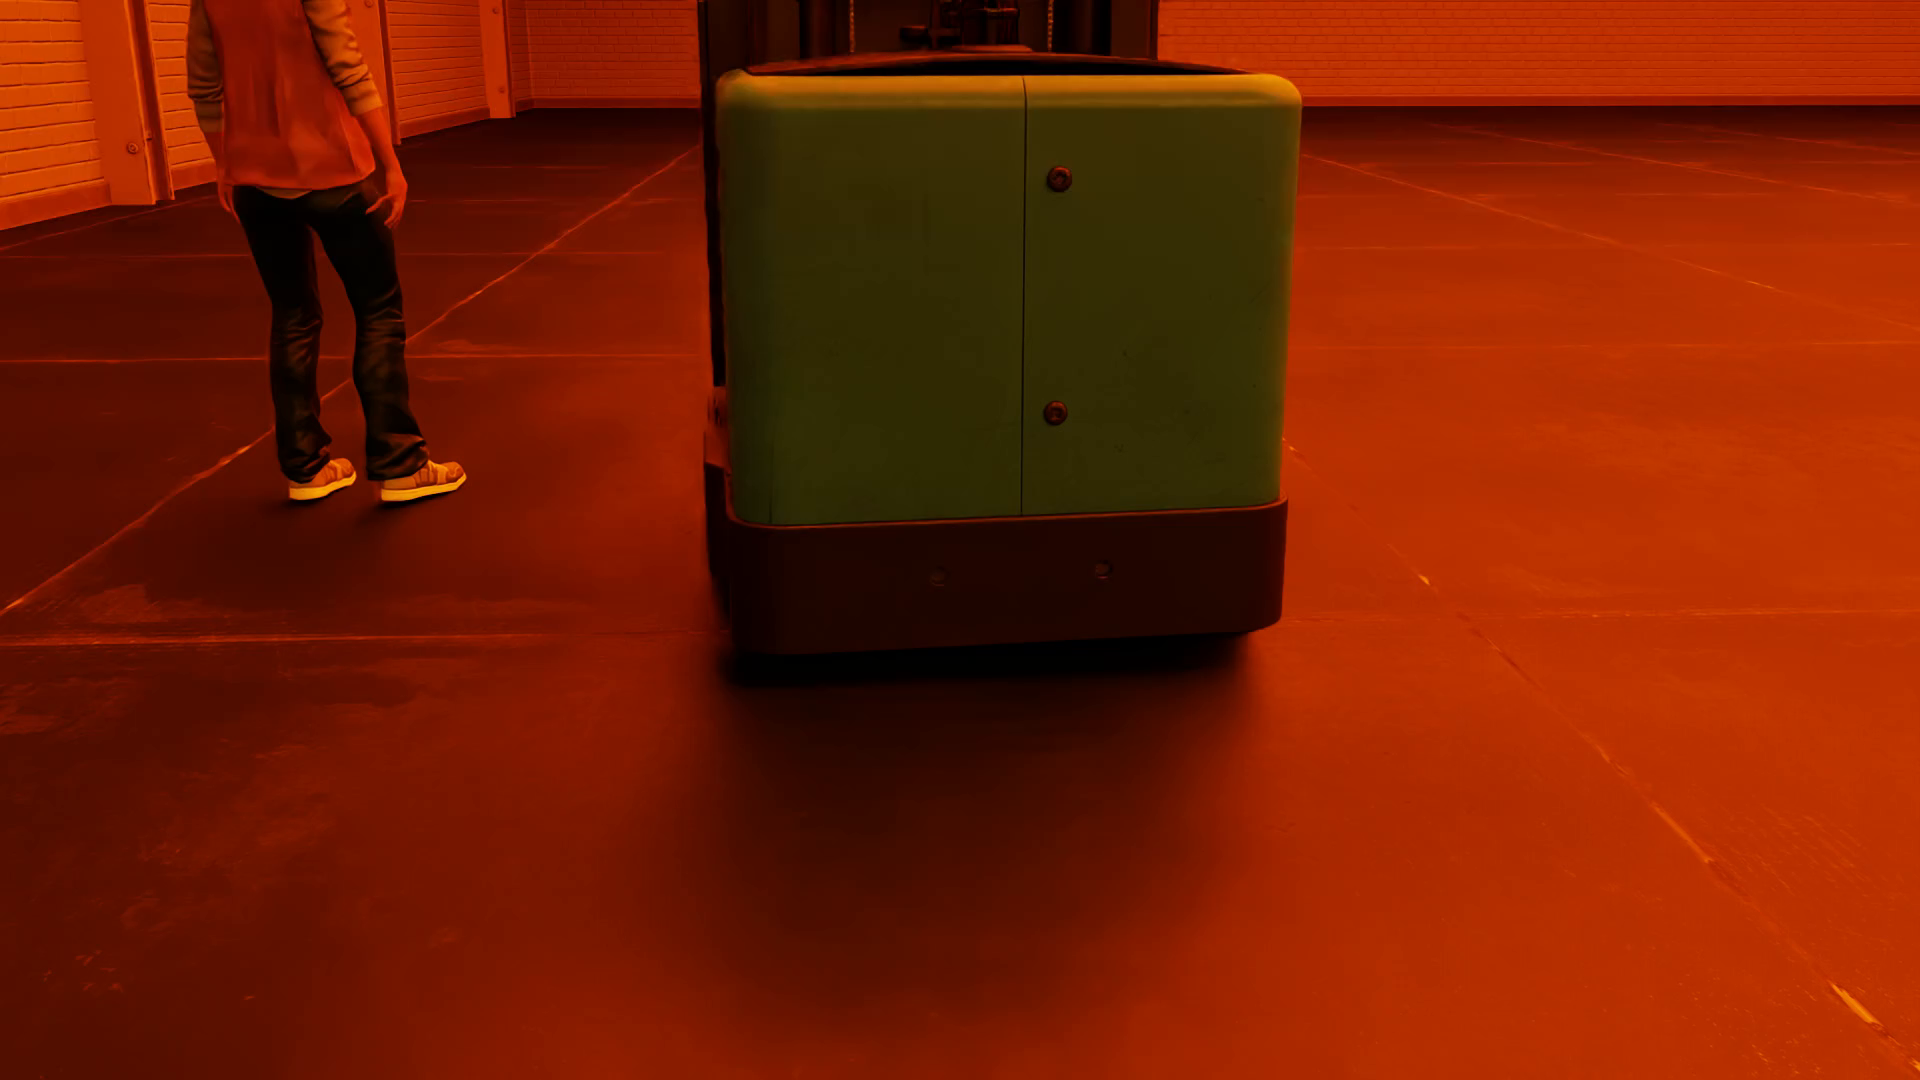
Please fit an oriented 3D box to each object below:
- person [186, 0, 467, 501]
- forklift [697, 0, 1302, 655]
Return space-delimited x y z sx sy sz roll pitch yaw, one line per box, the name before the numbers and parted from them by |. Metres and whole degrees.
person | -1.570 -0.875 4.047 0.530 1.600 0.401 4 18 14
forklift | -0.109 -1.581 4.076 1.130 2.935 3.031 -2 17 -8
